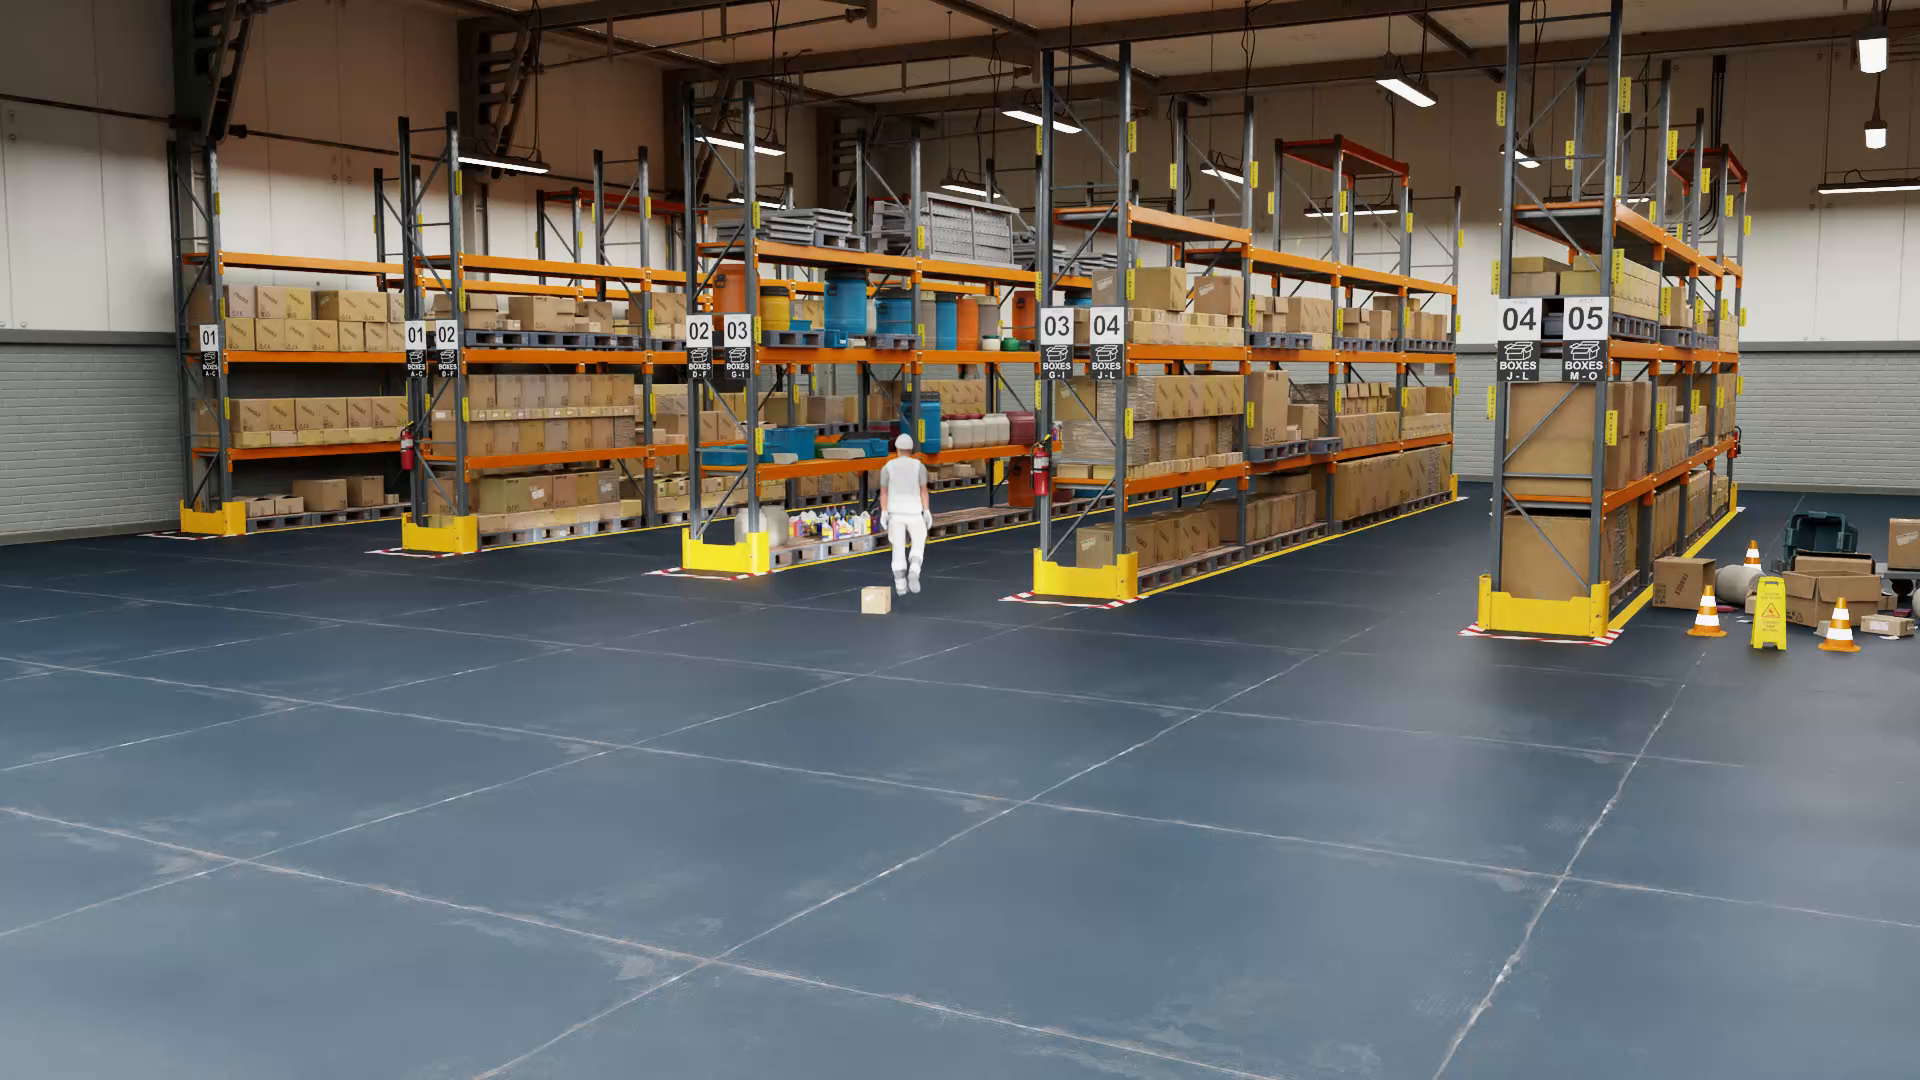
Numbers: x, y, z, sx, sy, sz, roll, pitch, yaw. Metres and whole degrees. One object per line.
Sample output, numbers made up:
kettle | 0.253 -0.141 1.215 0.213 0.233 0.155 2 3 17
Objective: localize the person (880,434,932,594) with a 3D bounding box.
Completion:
person | -0.600 -0.292 18.507 0.581 1.783 0.483 0 6 -1
